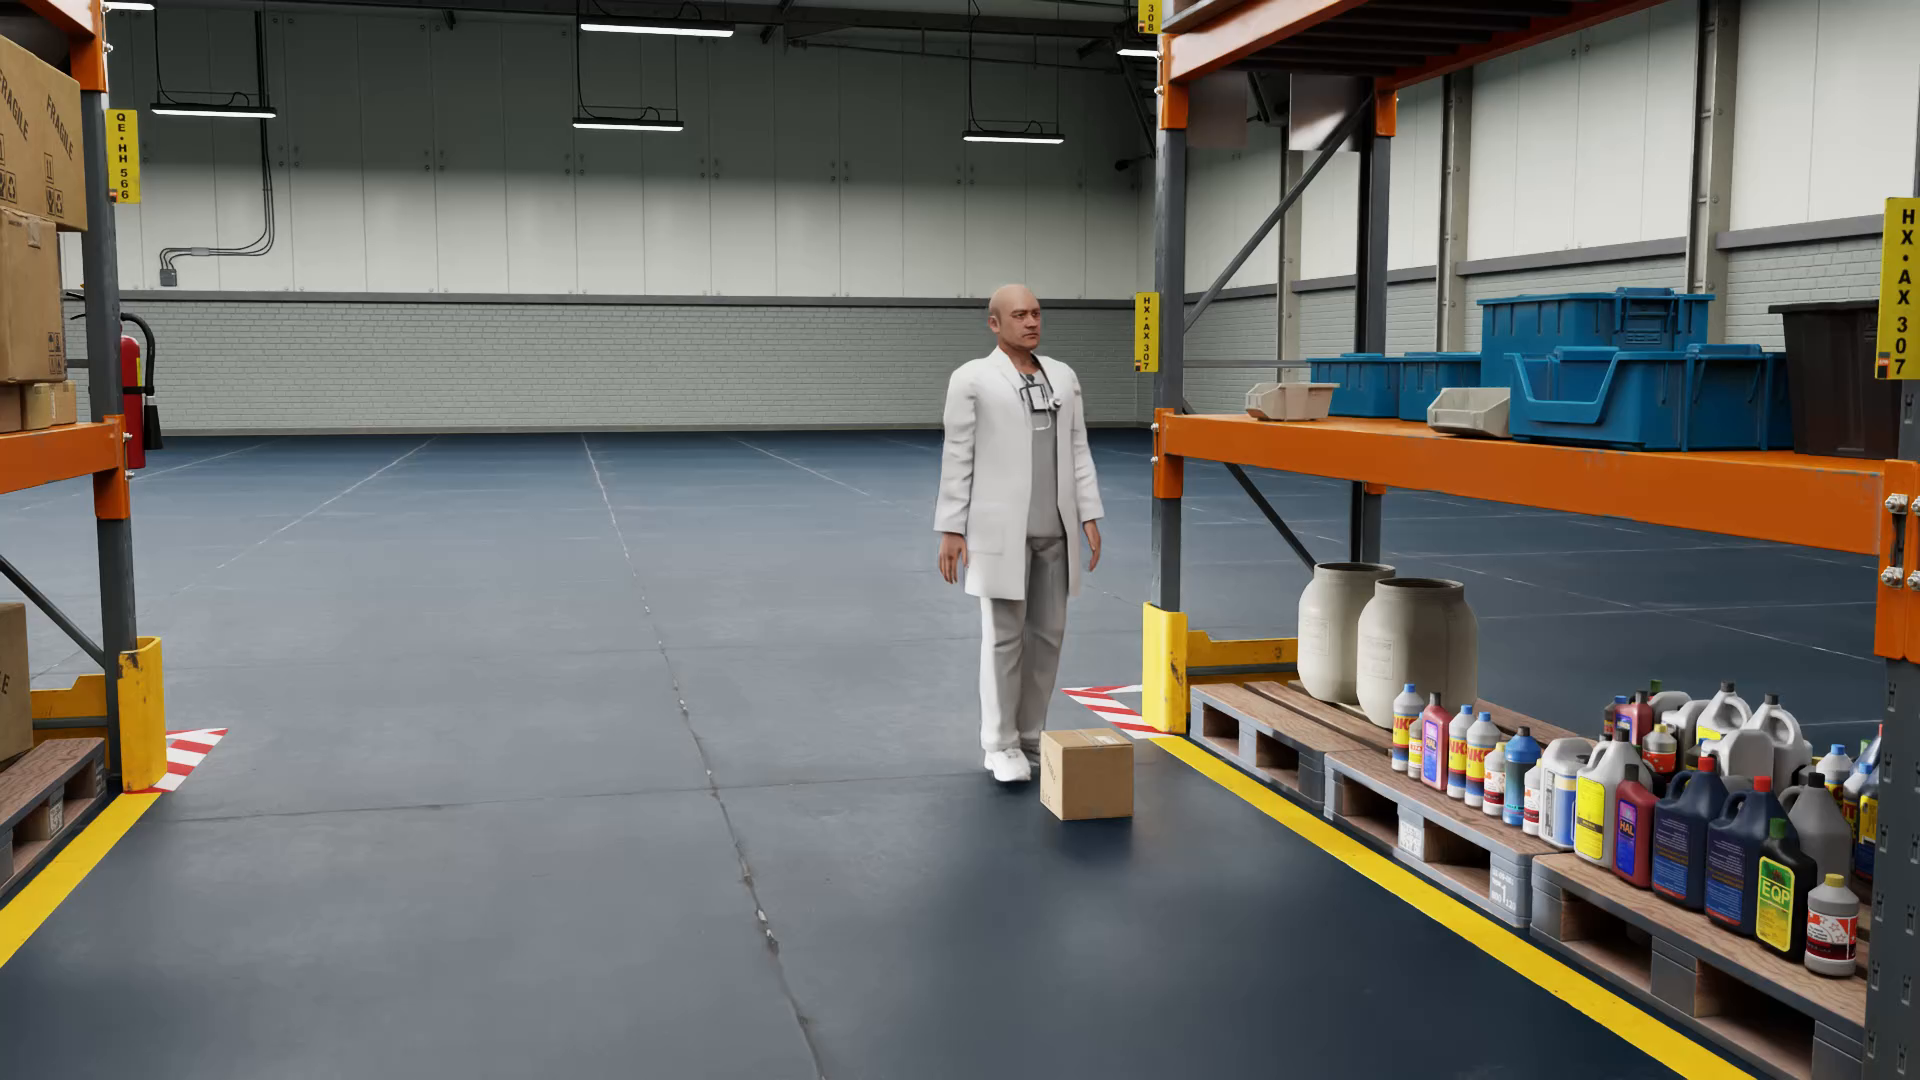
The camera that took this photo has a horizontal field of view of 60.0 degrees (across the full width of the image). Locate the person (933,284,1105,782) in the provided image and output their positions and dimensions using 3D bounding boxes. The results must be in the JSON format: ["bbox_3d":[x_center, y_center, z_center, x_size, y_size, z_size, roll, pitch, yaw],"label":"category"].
[{"bbox_3d":[0.228,-0.034,6.037,0.646,1.774,0.464,-3,7,-28],"label":"person"}]
